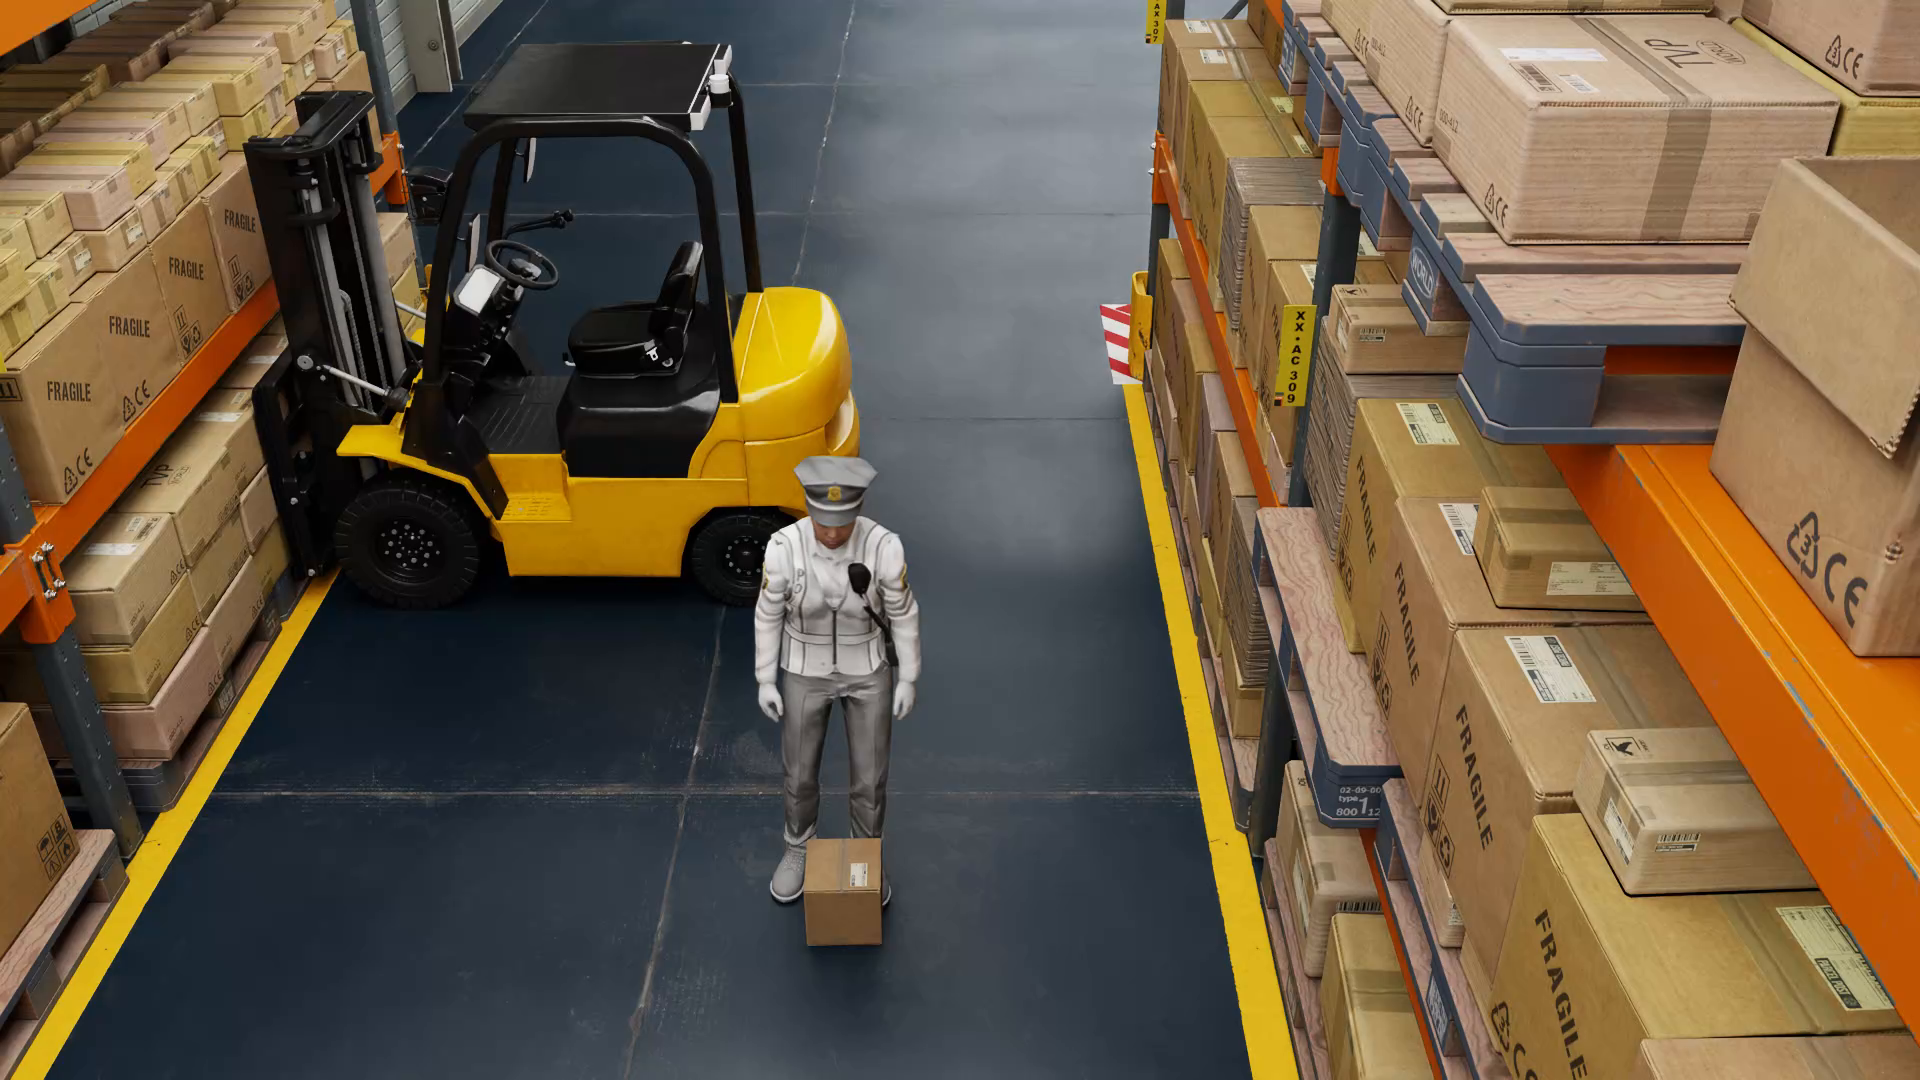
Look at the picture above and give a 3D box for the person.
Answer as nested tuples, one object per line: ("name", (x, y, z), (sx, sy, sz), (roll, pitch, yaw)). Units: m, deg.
("person", (-0.393, 0.461, 5.386), (0.536, 1.663, 0.405), (-1, 32, -1))
